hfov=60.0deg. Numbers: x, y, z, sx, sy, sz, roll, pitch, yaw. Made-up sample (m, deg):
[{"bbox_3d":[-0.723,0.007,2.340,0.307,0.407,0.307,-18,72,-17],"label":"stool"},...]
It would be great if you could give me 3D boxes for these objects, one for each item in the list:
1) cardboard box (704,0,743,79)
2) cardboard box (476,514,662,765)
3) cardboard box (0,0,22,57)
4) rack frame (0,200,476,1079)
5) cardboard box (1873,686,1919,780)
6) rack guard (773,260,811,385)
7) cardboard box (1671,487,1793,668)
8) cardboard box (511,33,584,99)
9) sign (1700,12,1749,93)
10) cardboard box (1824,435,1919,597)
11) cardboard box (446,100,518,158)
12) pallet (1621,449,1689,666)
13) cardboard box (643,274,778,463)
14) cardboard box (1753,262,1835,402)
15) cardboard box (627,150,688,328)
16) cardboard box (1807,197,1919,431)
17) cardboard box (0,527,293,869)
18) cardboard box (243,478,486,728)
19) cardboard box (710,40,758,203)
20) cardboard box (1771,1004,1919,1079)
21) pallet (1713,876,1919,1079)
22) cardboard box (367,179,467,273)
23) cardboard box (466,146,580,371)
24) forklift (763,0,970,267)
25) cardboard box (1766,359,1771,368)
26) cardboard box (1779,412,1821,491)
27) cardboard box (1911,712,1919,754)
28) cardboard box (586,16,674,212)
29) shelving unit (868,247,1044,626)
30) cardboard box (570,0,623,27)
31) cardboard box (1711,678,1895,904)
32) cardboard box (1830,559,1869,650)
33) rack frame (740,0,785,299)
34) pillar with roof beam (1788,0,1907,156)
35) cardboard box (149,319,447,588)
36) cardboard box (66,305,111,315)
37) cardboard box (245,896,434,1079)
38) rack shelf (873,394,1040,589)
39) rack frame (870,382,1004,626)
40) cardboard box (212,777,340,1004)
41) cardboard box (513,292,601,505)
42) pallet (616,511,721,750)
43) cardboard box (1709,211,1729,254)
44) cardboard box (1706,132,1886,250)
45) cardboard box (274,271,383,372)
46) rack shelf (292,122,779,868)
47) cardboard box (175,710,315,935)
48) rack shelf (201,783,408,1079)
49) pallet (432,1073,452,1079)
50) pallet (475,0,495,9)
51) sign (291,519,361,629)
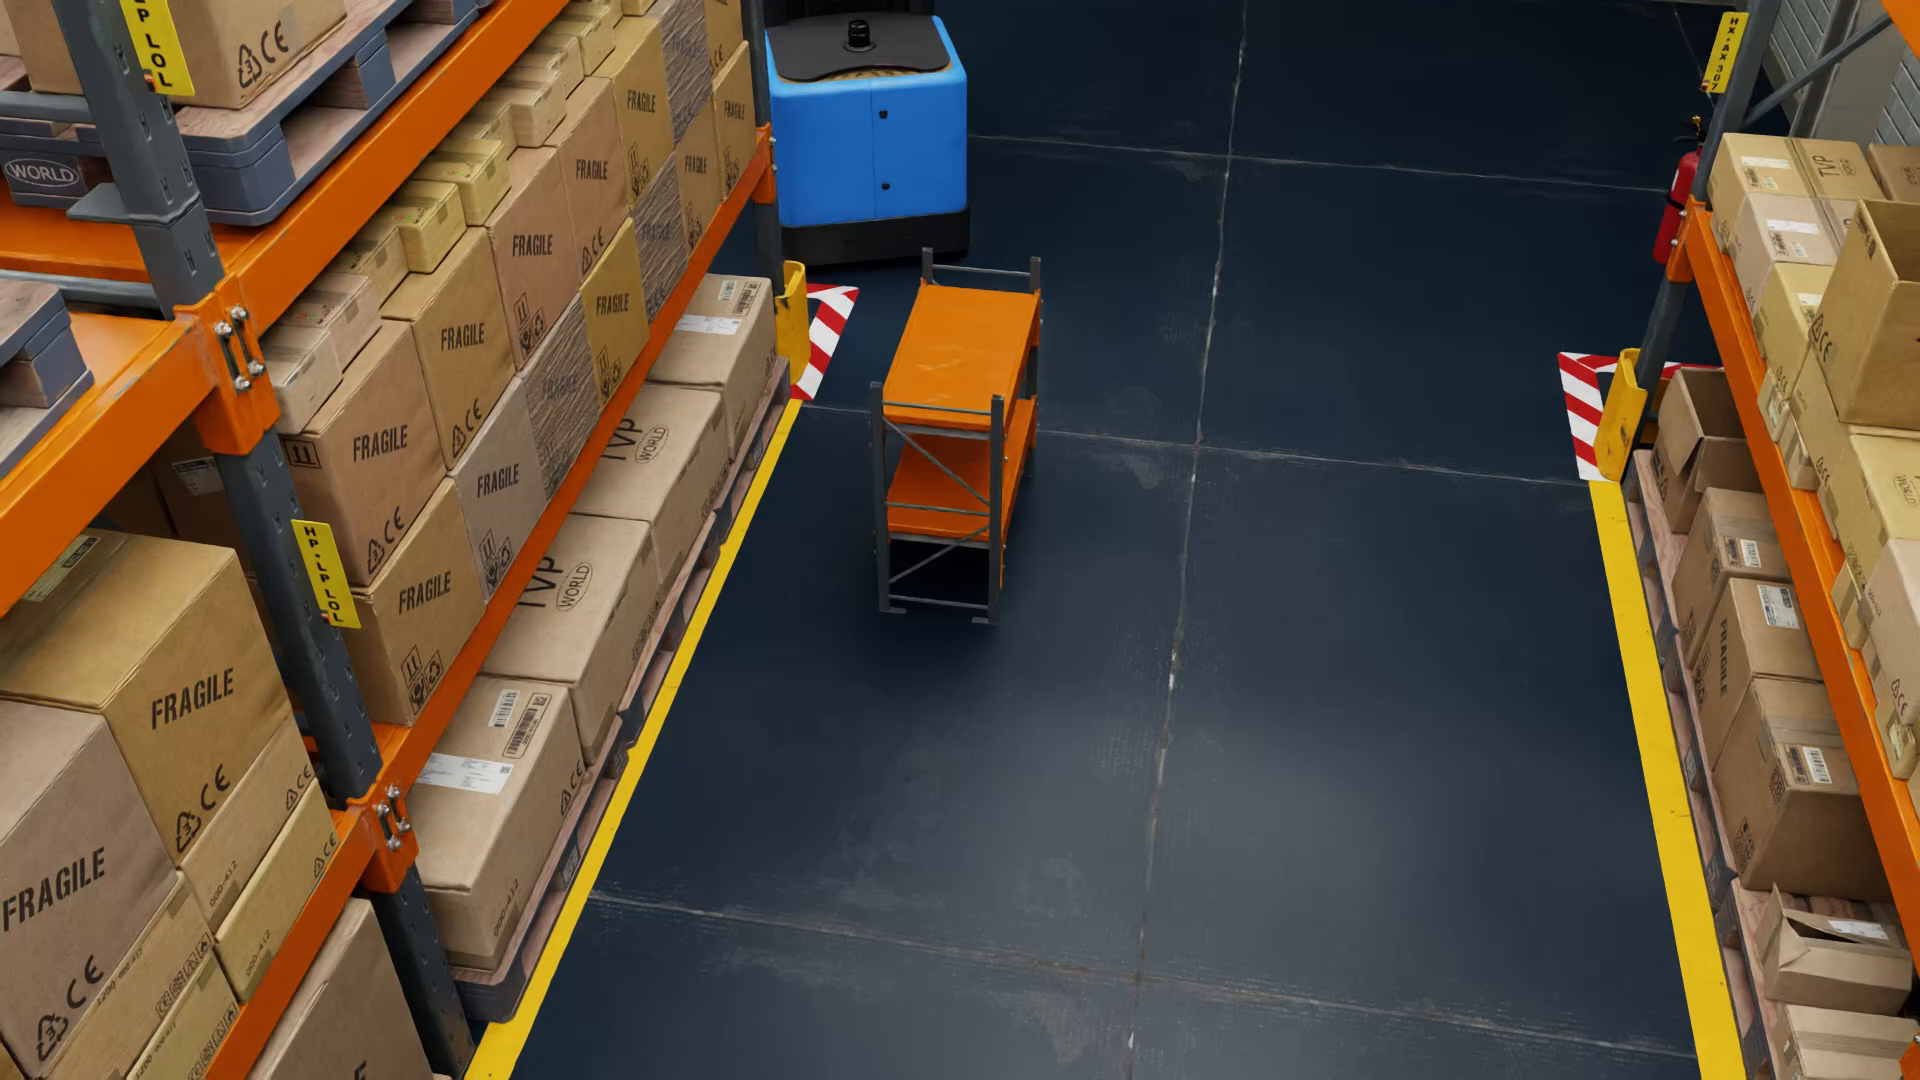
[{"bbox_3d":[-1.199,-2.160,6.645,0.500,0.500,0.500,8,40,9],"label":"cardboard box"},{"bbox_3d":[-1.674,0.327,6.181,0.875,0.438,0.875,5,40,6],"label":"cardboard box"},{"bbox_3d":[-2.247,-1.295,3.806,0.396,0.266,0.258,8,40,9],"label":"cardboard box"},{"bbox_3d":[-2.043,0.446,4.357,1.000,3.000,0.127,6,40,8],"label":"rack frame"},{"bbox_3d":[2.698,0.528,4.454,0.380,0.149,0.250,7,40,9],"label":"cardboard box"},{"bbox_3d":[-1.346,-1.116,8.208,1.175,0.500,0.348,6,40,8],"label":"rack guard"},{"bbox_3d":[3.154,0.187,6.301,0.700,0.500,0.500,8,40,9],"label":"cardboard box"},{"bbox_3d":[-1.446,-1.522,5.364,0.380,0.149,0.250,8,40,9],"label":"cardboard box"},{"bbox_3d":[3.005,-1.913,6.530,0.100,0.325,0.005,6,40,8],"label":"sign"},{"bbox_3d":[2.866,-0.040,4.829,0.500,0.250,0.500,6,40,7],"label":"cardboard box"},{"bbox_3d":[-1.561,-1.205,4.981,0.380,0.149,0.250,6,40,8],"label":"cardboard box"},{"bbox_3d":[3.389,0.103,6.960,1.003,0.211,1.213,6,40,8],"label":"pallet"},{"bbox_3d":[-1.366,-0.814,7.561,0.875,0.438,0.875,5,40,6],"label":"cardboard box"},{"bbox_3d":[3.024,-0.687,5.611,0.500,0.250,0.500,6,40,7],"label":"cardboard box"},{"bbox_3d":[-1.354,-1.134,6.189,0.500,0.500,0.500,7,40,9],"label":"cardboard box"},{"bbox_3d":[2.936,-0.669,5.001,0.500,0.500,0.500,7,40,9],"label":"cardboard box"},{"bbox_3d":[-1.873,0.330,3.634,0.500,0.500,0.500,8,40,9],"label":"cardboard box"},{"bbox_3d":[-1.704,0.142,4.646,0.500,0.500,0.500,8,40,9],"label":"cardboard box"},{"bbox_3d":[-1.173,-1.771,6.960,0.500,0.500,0.500,7,40,8],"label":"cardboard box"},{"bbox_3d":[2.654,1.546,4.934,0.380,0.149,0.250,5,40,6],"label":"cardboard box"},{"bbox_3d":[2.967,1.635,5.107,1.003,0.211,1.213,6,40,8],"label":"pallet"},{"bbox_3d":[-1.598,-0.875,4.582,0.380,0.149,0.250,6,40,7],"label":"cardboard box"},{"bbox_3d":[-1.528,-0.887,5.106,0.500,0.500,0.500,7,40,9],"label":"cardboard box"},{"bbox_3d":[-0.733,-3.533,9.223,1.130,2.935,3.031,-7,40,-8],"label":"forklift"},{"bbox_3d":[3.058,-0.594,5.812,0.380,0.149,0.250,7,40,8],"label":"cardboard box"},{"bbox_3d":[2.915,-0.276,5.427,0.380,0.149,0.250,7,40,9],"label":"cardboard box"},{"bbox_3d":[2.695,0.587,4.070,0.500,0.250,0.500,7,40,9],"label":"cardboard box"},{"bbox_3d":[-1.350,-1.518,5.869,0.500,0.500,0.500,6,40,7],"label":"cardboard box"},{"bbox_3d":[0.001,-0.438,6.897,0.538,1.125,1.048,6,40,8],"label":"shelving unit"},{"bbox_3d":[-1.396,-1.848,5.759,0.380,0.149,0.250,6,40,7],"label":"cardboard box"},{"bbox_3d":[2.974,0.839,5.513,0.700,0.500,0.500,5,40,6],"label":"cardboard box"},{"bbox_3d":[2.787,0.203,4.848,0.380,0.149,0.250,6,40,7],"label":"cardboard box"},{"bbox_3d":[-1.350,-2.065,7.393,1.000,3.000,0.127,6,40,8],"label":"rack frame"},{"bbox_3d":[0.653,-5.899,7.323,9.100,9.000,0.400,6,40,8],"label":"pillar with roof beam"},{"bbox_3d":[-1.722,-0.250,4.336,0.500,0.500,0.500,7,40,8],"label":"cardboard box"},{"bbox_3d":[-2.303,-0.457,4.076,0.380,0.149,0.250,6,40,7],"label":"cardboard box"},{"bbox_3d":[-2.071,1.501,4.419,0.875,0.875,0.875,8,40,9],"label":"cardboard box"},{"bbox_3d":[0.001,-0.249,7.053,0.538,0.278,1.000,6,40,8],"label":"rack shelf"},{"bbox_3d":[-0.087,-0.119,6.511,0.500,1.125,0.032,6,40,8],"label":"rack frame"},{"bbox_3d":[-1.872,0.813,4.031,0.500,0.250,0.500,5,40,7],"label":"cardboard box"},{"bbox_3d":[-1.520,-0.485,5.404,0.500,0.500,0.500,7,40,8],"label":"cardboard box"},{"bbox_3d":[-1.625,0.284,6.741,1.003,0.211,1.213,6,40,8],"label":"pallet"},{"bbox_3d":[3.212,-1.247,6.601,0.380,0.149,0.250,6,40,7],"label":"cardboard box"},{"bbox_3d":[3.195,-1.321,6.378,0.500,0.250,0.500,7,40,8],"label":"cardboard box"},{"bbox_3d":[-1.704,-0.560,4.201,0.380,0.149,0.250,7,40,8],"label":"cardboard box"},{"bbox_3d":[-1.697,-0.532,6.104,1.077,0.370,4.000,6,40,8],"label":"rack shelf"},{"bbox_3d":[-1.879,0.614,3.878,0.500,0.250,0.500,6,40,8],"label":"cardboard box"},{"bbox_3d":[-2.389,1.978,3.068,1.077,0.370,4.000,6,40,8],"label":"rack shelf"},{"bbox_3d":[-2.102,2.013,4.650,1.003,0.211,1.213,6,40,8],"label":"pallet"},{"bbox_3d":[-1.677,-1.952,4.972,1.003,0.211,1.213,6,40,8],"label":"pallet"},{"bbox_3d":[-1.506,0.084,3.948,0.100,0.325,0.005,6,40,8],"label":"sign"}]
